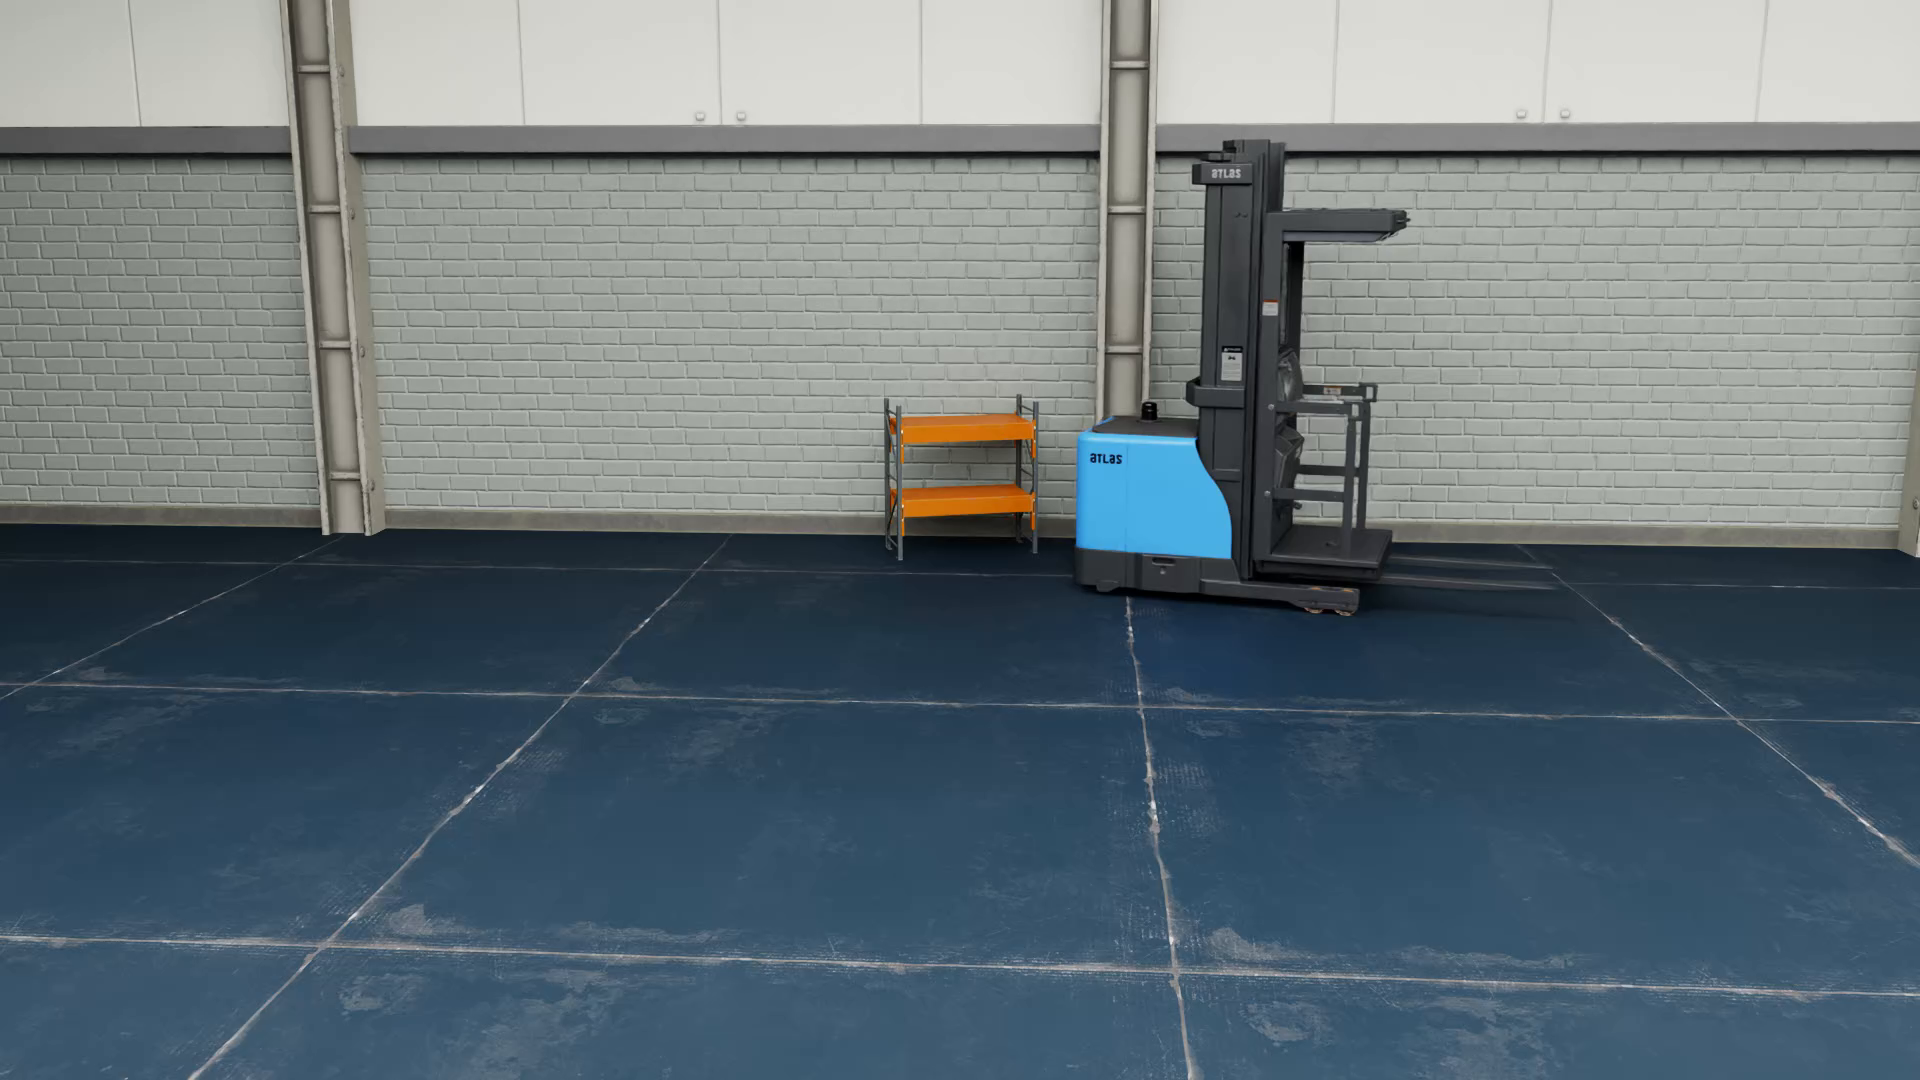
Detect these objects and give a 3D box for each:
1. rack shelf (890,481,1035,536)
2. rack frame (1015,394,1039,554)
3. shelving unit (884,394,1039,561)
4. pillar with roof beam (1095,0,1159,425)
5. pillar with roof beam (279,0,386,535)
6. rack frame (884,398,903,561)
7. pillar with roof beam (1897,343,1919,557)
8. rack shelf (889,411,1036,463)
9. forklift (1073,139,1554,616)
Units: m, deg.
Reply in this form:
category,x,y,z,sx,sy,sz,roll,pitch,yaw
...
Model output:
category,x,y,z,sx,sy,sz,roll,pitch,yaw
rack shelf,0.005,-0.237,12.349,1.000,0.278,0.538,-3,12,-13
rack frame,0.499,-0.501,12.415,0.032,1.125,0.500,-3,12,-13
shelving unit,0.005,-0.476,12.299,1.048,1.125,0.538,-3,12,-13
pillar with roof beam,0.931,-3.513,7.583,0.400,9.000,9.100,1,12,4
pillar with roof beam,-5.056,-3.595,7.975,0.400,9.000,9.100,1,12,4
rack frame,-0.490,-0.452,12.182,0.032,1.125,0.500,-3,12,-13
pillar with roof beam,6.918,-3.431,7.191,0.400,9.000,9.100,1,12,4
rack shelf,0.005,-0.763,12.239,1.000,0.278,0.538,-3,12,-13
forklift,2.330,-1.079,10.768,3.031,2.935,1.130,4,12,18
